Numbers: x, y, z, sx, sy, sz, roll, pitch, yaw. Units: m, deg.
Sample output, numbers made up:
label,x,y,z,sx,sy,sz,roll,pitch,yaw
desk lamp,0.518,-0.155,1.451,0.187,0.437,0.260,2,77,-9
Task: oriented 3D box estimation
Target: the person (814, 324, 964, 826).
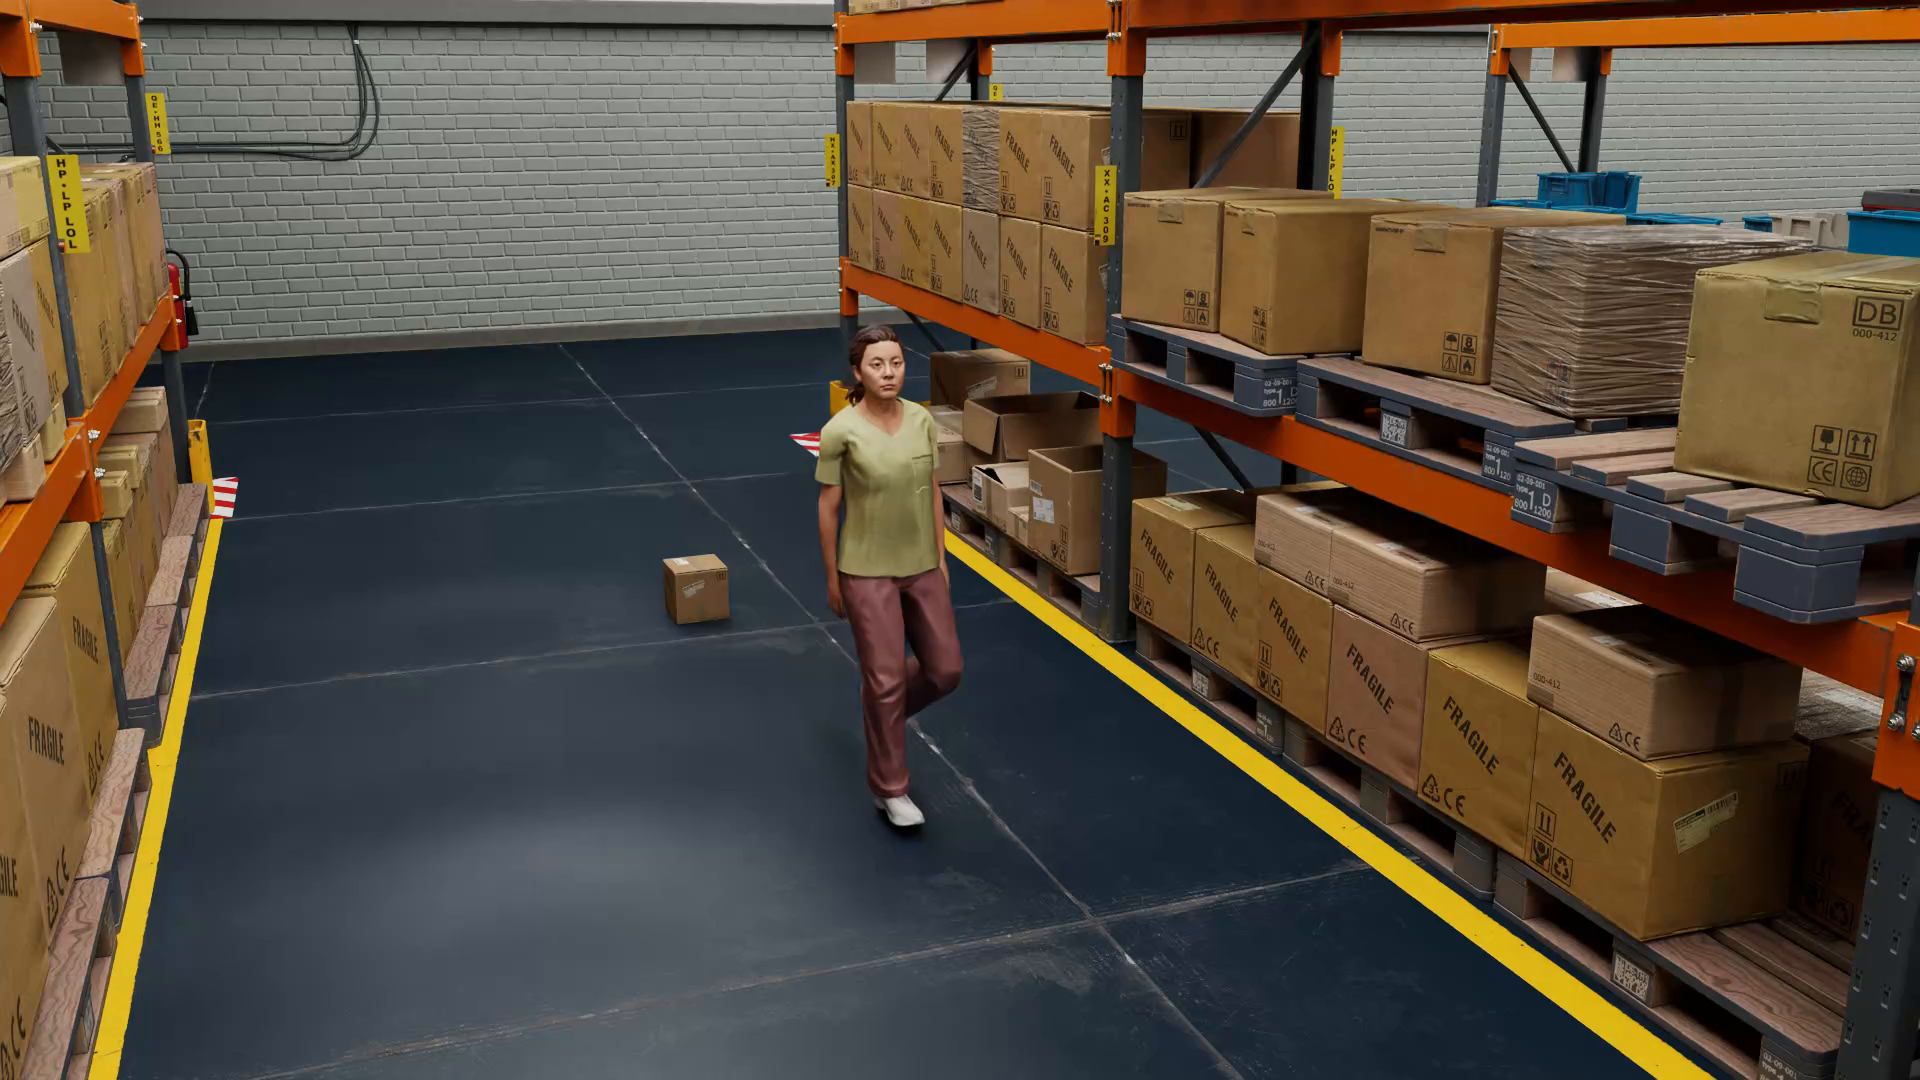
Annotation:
label,x,y,z,sx,sy,sz,roll,pitch,yaw
person,-0.254,0.099,5.594,0.457,1.655,0.623,-8,18,-27
